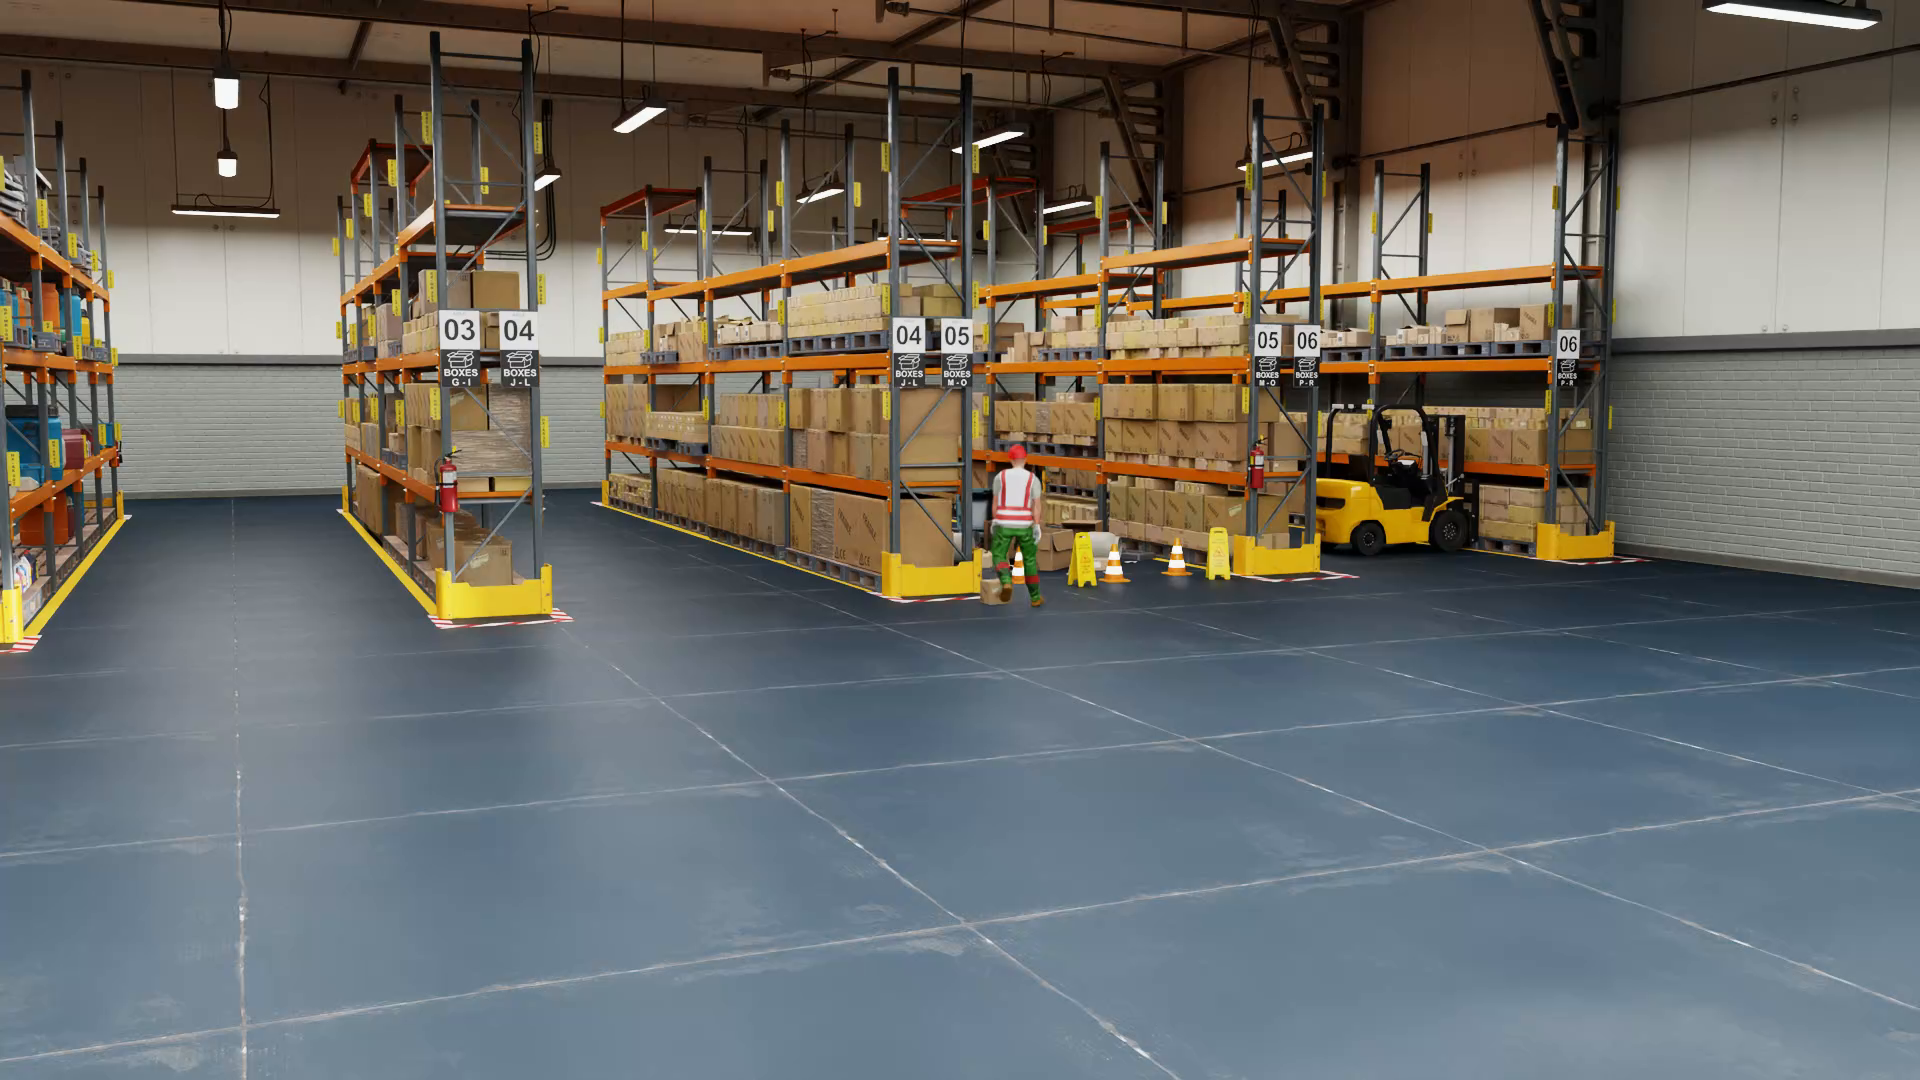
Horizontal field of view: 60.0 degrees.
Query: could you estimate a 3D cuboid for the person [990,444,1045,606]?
[{"bbox_3d":[0.641,-0.149,18.081,0.625,1.780,0.750,0,5,-3],"label":"person"}]
